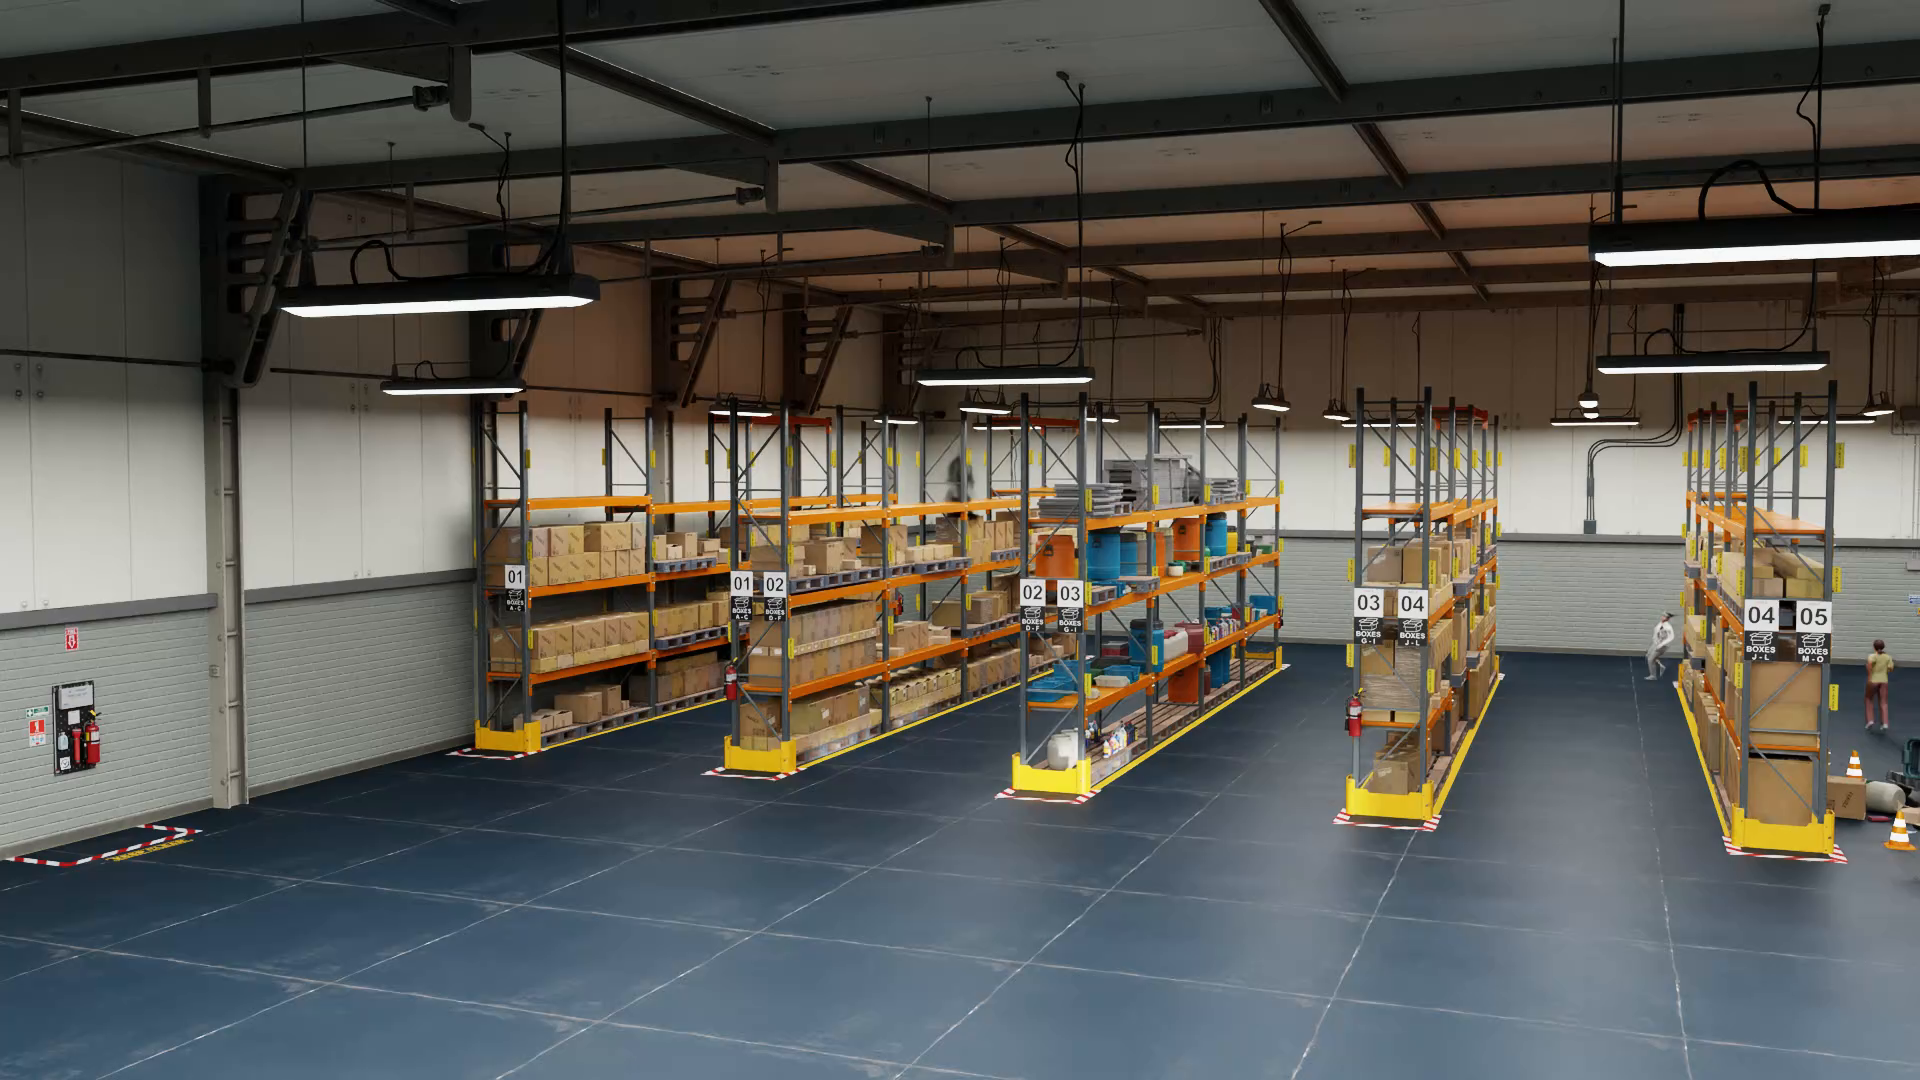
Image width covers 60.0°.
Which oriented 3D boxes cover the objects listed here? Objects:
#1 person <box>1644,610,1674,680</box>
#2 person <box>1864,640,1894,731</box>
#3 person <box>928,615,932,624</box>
[{"bbox_3d":[15.741,2.370,37.413,0.515,1.610,0.660,0,3,1],"label":"person"},{"bbox_3d":[16.840,2.688,30.468,0.520,1.709,0.790,1,3,16],"label":"person"},{"bbox_3d":[-0.498,2.274,39.319,0.544,1.624,0.636,1,3,15],"label":"person"}]
